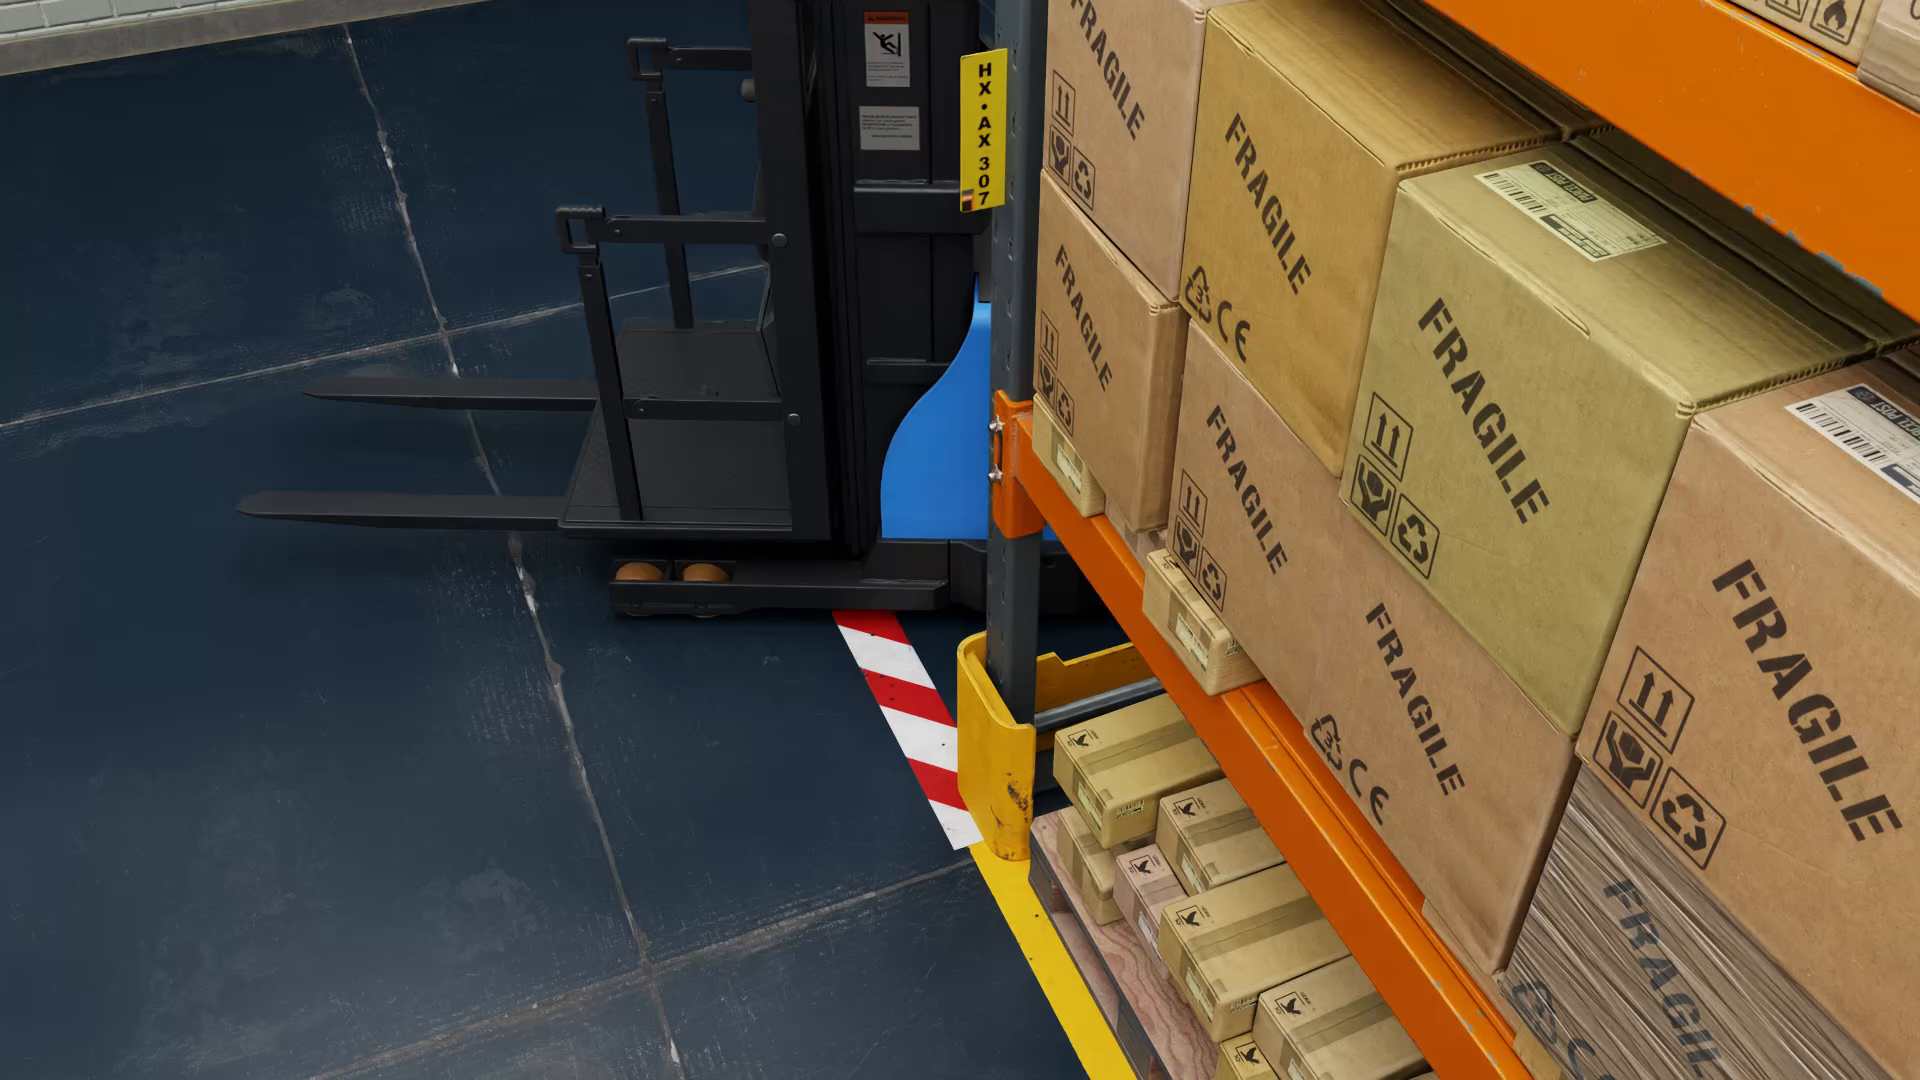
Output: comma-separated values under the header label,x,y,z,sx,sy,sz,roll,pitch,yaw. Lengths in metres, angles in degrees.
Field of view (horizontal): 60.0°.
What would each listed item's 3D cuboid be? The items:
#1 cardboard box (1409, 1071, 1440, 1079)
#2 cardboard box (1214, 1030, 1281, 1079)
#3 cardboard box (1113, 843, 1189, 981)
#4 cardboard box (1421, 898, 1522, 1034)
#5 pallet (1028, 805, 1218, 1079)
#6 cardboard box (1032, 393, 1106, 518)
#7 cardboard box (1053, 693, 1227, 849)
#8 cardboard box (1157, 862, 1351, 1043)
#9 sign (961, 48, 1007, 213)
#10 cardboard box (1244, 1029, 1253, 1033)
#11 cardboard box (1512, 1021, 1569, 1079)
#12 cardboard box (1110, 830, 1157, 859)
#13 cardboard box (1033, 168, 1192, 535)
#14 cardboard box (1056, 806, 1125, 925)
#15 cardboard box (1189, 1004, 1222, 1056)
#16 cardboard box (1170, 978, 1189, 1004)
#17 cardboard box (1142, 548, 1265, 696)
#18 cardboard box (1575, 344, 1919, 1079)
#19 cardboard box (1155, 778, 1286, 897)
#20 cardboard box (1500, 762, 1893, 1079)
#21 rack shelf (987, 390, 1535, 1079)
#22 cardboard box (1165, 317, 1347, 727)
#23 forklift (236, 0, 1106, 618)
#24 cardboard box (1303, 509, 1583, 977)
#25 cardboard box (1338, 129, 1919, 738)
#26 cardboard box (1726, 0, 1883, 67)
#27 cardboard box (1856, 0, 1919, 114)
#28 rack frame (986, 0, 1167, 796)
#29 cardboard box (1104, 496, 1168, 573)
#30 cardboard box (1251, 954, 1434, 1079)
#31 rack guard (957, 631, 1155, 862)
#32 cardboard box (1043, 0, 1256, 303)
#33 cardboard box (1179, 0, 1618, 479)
label,x,y,z,sx,sy,sz,roll,pitch,yaw
cardboard box,0.899,1.124,3.050,0.380,0.149,0.250,-14,43,-15
cardboard box,0.739,1.085,3.325,0.380,0.149,0.250,-14,43,-16
cardboard box,0.565,0.778,3.682,0.380,0.149,0.250,-15,43,-17
cardboard box,0.935,0.548,2.505,0.380,0.149,0.250,-16,43,-18
pallet,0.857,1.011,3.912,1.003,0.211,1.213,-15,43,-17
cardboard box,0.371,-0.218,3.396,0.380,0.149,0.250,-15,43,-17
cardboard box,0.436,0.506,3.769,0.380,0.149,0.250,-17,44,-19
cardboard box,0.631,0.826,3.397,0.380,0.149,0.250,-15,43,-17
sign,0.048,-0.783,3.196,0.100,0.325,0.005,-15,43,-17
cardboard box,0.741,0.903,3.536,0.380,0.149,0.250,-15,43,-16
cardboard box,1.015,0.709,2.318,0.380,0.149,0.250,-14,43,-15
cardboard box,0.513,0.598,3.890,0.380,0.149,0.250,-13,42,-15
cardboard box,0.466,-0.401,3.111,0.500,0.500,0.500,-13,42,-15
cardboard box,0.454,0.727,3.968,0.380,0.149,0.250,-14,43,-16
cardboard box,0.731,1.012,3.637,0.380,0.149,0.250,-15,43,-16
cardboard box,0.630,0.864,3.809,0.380,0.149,0.250,-15,43,-17
cardboard box,0.560,0.100,3.025,0.380,0.149,0.250,-16,43,-18
cardboard box,1.052,0.144,1.710,0.500,0.500,0.500,-16,43,-18
cardboard box,0.653,0.642,3.610,0.380,0.149,0.250,-14,43,-16
cardboard box,1.071,0.518,2.042,0.500,0.500,0.500,-16,43,-18
rack shelf,1.315,0.887,2.469,1.077,0.370,4.000,-15,43,-17
cardboard box,0.694,-0.085,2.744,0.500,0.500,0.500,-15,43,-17
forklift,-0.663,-1.222,4.424,3.031,2.935,1.130,1,41,1
cardboard box,0.870,0.213,2.397,0.500,0.500,0.500,-15,43,-16
cardboard box,0.853,-0.162,2.066,0.500,0.500,0.500,-16,43,-18
cardboard box,0.892,-0.711,1.591,0.500,0.250,0.500,-16,43,-18
cardboard box,1.079,-0.397,1.226,0.500,0.250,0.500,-15,43,-17
rack frame,0.549,-0.590,3.636,1.000,3.000,0.127,-15,43,-17
cardboard box,0.506,-0.075,3.229,0.380,0.149,0.250,-14,43,-15
cardboard box,0.802,0.955,3.247,0.380,0.149,0.250,-17,44,-19
rack guard,0.579,0.403,4.397,1.175,0.500,0.348,-15,43,-17
cardboard box,0.476,-0.783,2.789,0.500,0.500,0.500,-15,43,-17
cardboard box,0.675,-0.481,2.437,0.500,0.500,0.500,-14,43,-16
